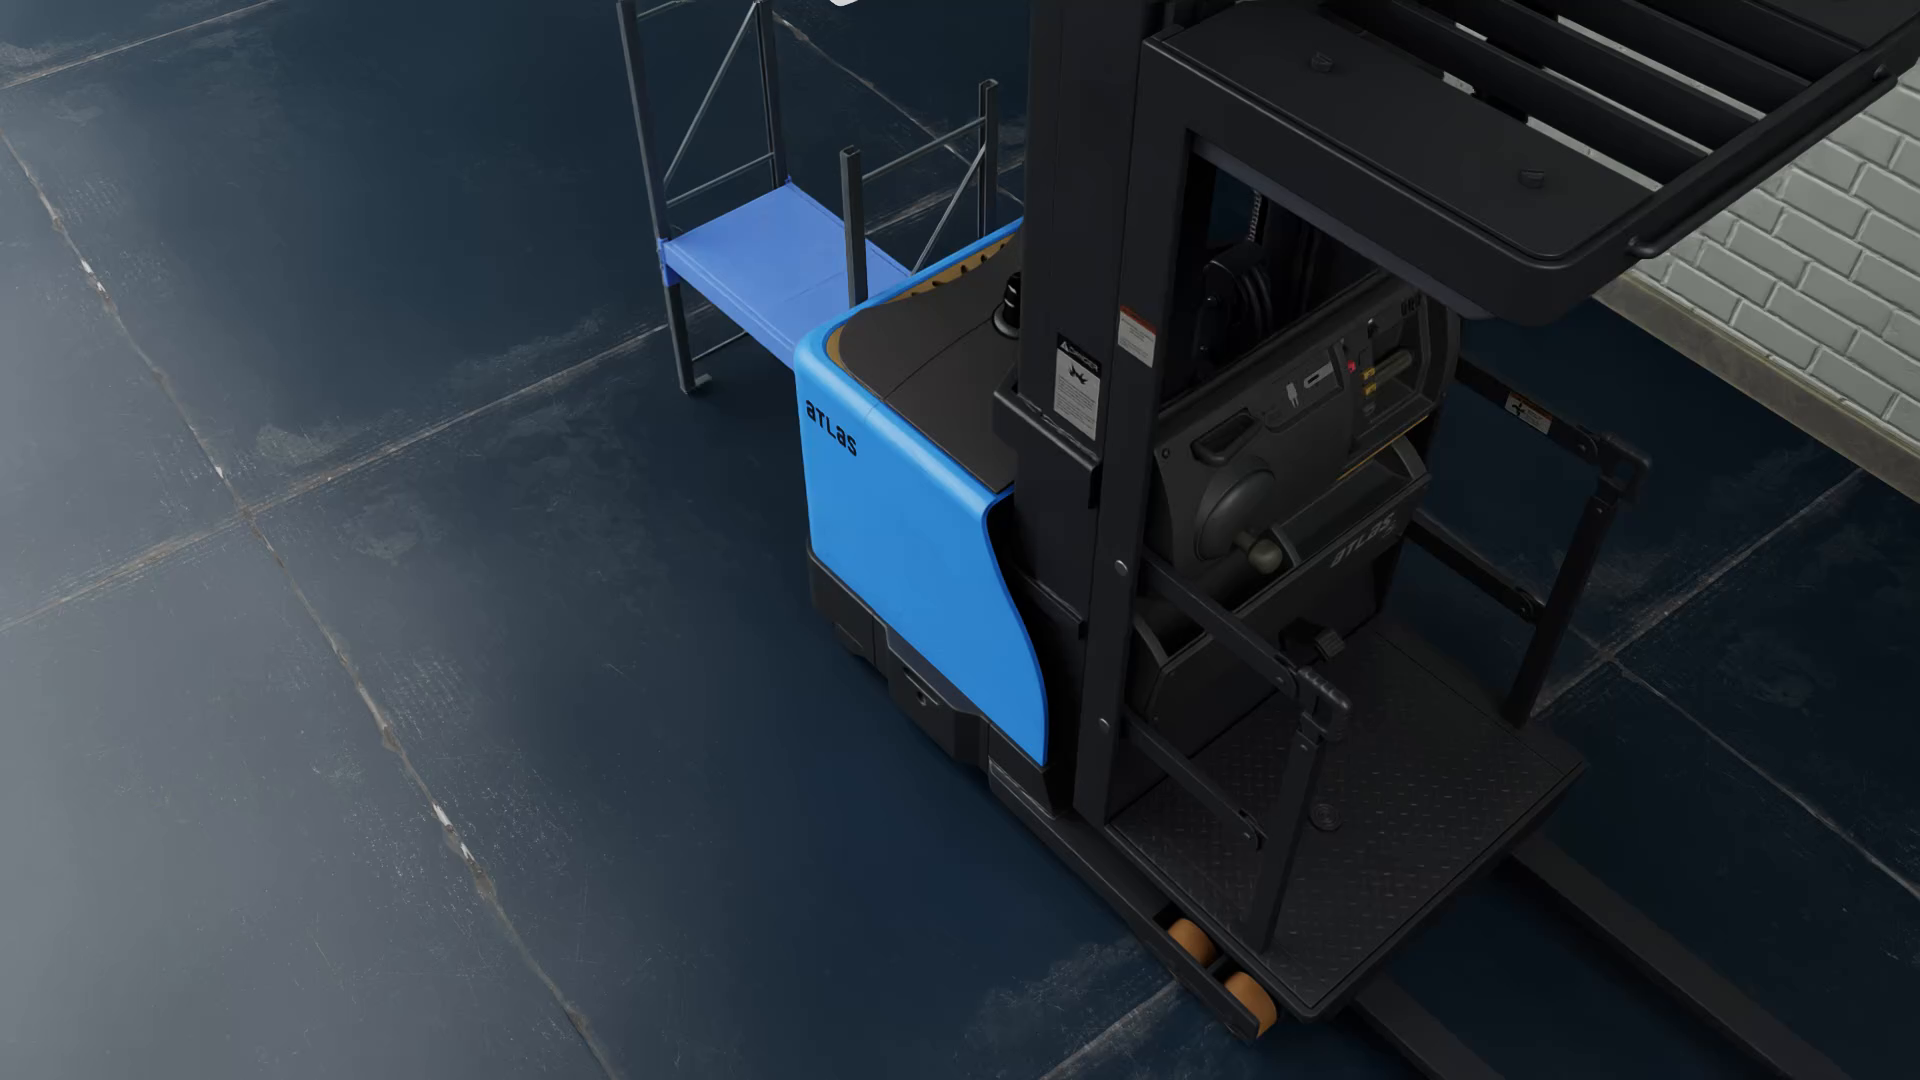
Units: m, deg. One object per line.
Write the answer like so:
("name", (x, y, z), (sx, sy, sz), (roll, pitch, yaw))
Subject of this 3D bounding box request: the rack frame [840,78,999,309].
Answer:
("rack frame", (-0.098, -0.565, 4.750), (0.500, 1.500, 0.032), (-33, 56, -26))

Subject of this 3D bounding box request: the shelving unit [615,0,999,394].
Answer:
("shelving unit", (-0.430, -0.850, 5.008), (0.538, 1.500, 1.048), (-33, 56, -26))

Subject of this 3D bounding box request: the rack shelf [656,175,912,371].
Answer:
("rack shelf", (-0.430, -0.729, 5.141), (0.538, 0.185, 1.000), (-33, 56, -26))

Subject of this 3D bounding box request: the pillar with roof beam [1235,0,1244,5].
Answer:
("pillar with roof beam", (-2.372, -3.046, 1.937), (9.100, 9.000, 0.400), (-29, 54, -24))

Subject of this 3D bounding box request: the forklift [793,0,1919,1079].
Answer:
("forklift", (0.896, -0.182, 3.436), (1.130, 2.935, 3.031), (-33, 56, -26))

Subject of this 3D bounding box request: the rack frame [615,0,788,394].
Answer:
("rack frame", (-0.762, -1.135, 5.267), (0.500, 1.500, 0.032), (-33, 56, -26))
